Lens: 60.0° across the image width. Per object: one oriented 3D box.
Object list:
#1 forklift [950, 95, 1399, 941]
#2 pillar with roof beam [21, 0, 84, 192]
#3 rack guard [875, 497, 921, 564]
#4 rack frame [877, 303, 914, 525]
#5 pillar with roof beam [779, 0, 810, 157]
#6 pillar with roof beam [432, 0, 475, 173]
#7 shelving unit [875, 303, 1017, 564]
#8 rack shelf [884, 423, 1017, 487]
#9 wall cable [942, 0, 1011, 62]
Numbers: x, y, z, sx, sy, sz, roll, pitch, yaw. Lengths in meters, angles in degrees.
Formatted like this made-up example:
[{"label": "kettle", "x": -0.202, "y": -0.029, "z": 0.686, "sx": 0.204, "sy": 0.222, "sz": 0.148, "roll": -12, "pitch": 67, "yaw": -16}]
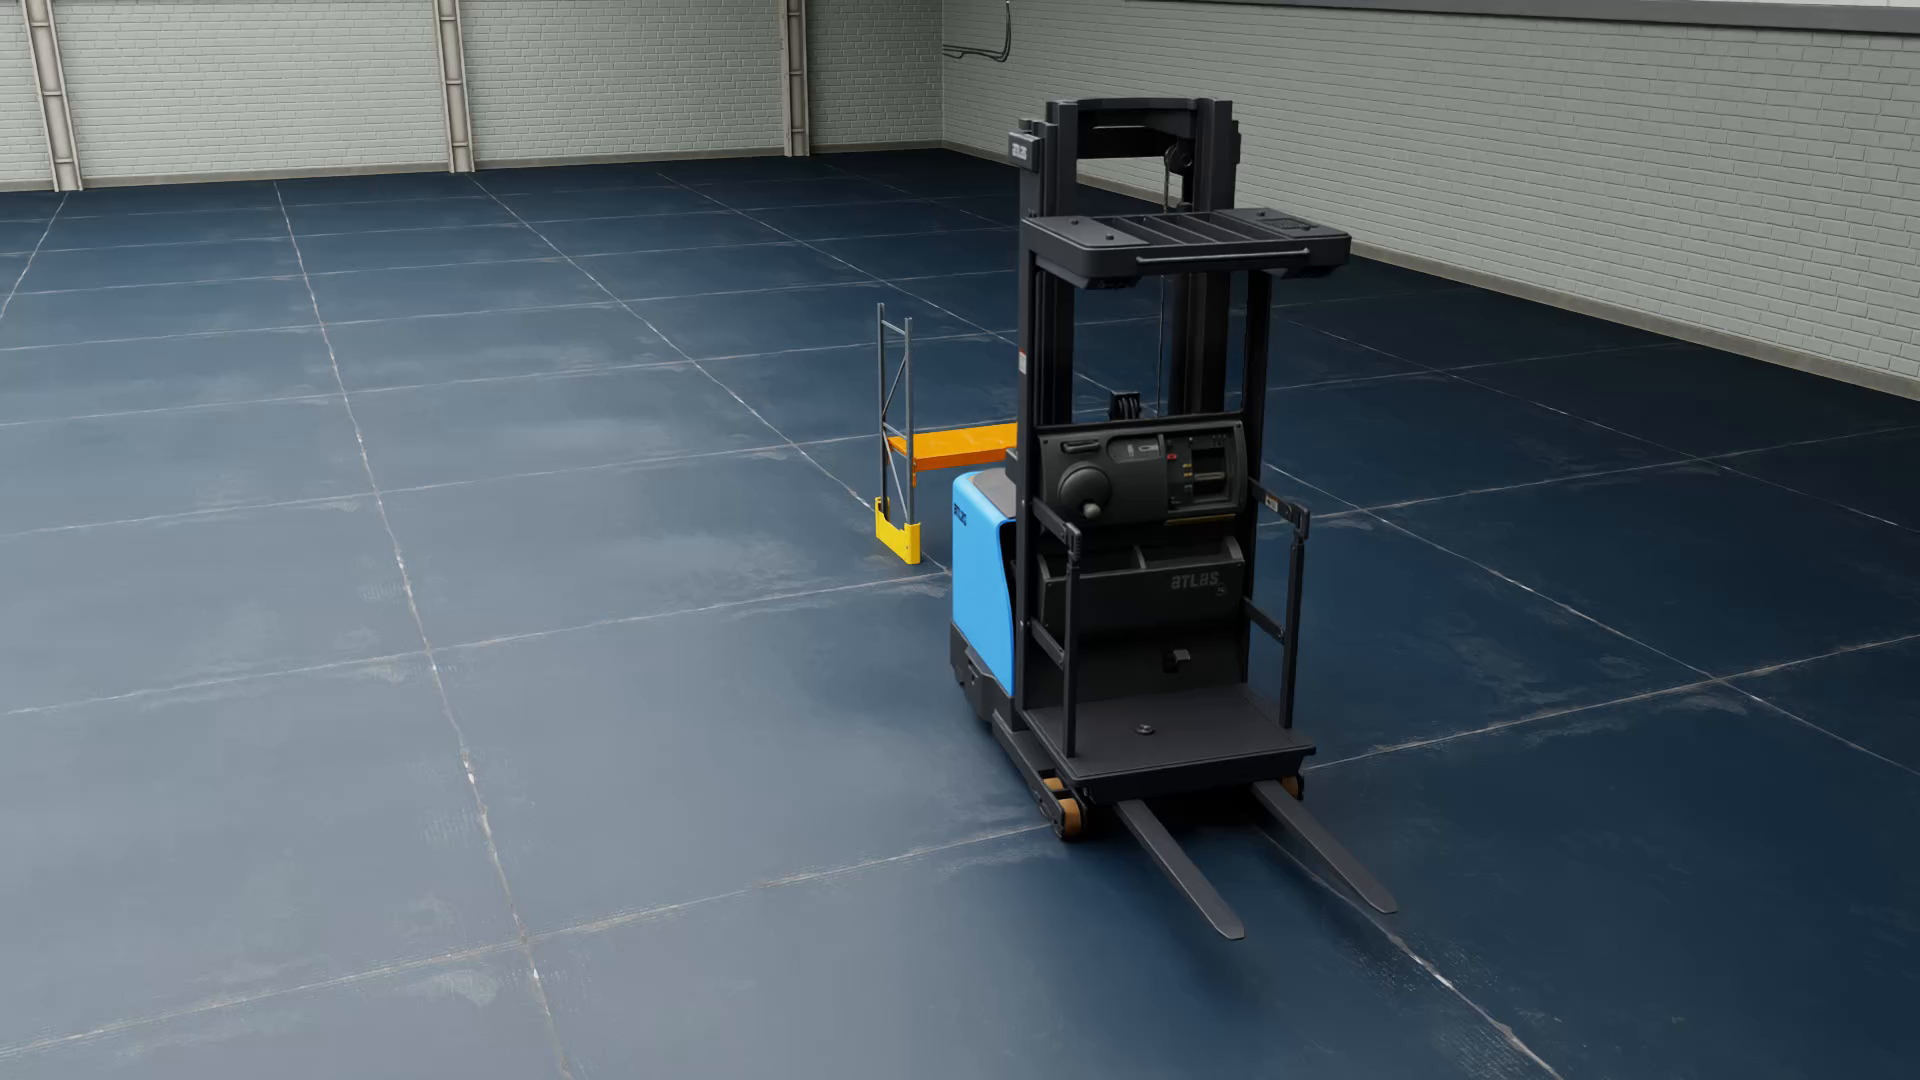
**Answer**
[{"label": "forklift", "x": 0.850, "y": -0.279, "z": 6.901, "sx": 1.130, "sy": 2.935, "sz": 3.031, "roll": -6, "pitch": 20, "yaw": -15}, {"label": "pillar with roof beam", "x": -12.322, "y": -8.451, "z": 20.973, "sx": 0.400, "sy": 9.000, "sz": 9.100, "roll": -8, "pitch": 21, "yaw": -22}, {"label": "rack guard", "x": -0.387, "y": -0.062, "z": 10.323, "sx": 0.087, "sy": 0.250, "sz": 0.587, "roll": -8, "pitch": 21, "yaw": -22}, {"label": "rack frame", "x": -0.388, "y": -0.652, "z": 10.115, "sx": 0.032, "sy": 1.500, "sz": 0.500, "roll": -8, "pitch": 21, "yaw": -22}, {"label": "pillar with roof beam", "x": -1.304, "y": -10.029, "z": 25.456, "sx": 0.400, "sy": 9.000, "sz": 9.100, "roll": -8, "pitch": 21, "yaw": -22}, {"label": "pillar with roof beam", "x": -6.813, "y": -9.240, "z": 23.215, "sx": 0.400, "sy": 9.000, "sz": 9.100, "roll": -8, "pitch": 21, "yaw": -22}, {"label": "shelving unit", "x": 0.070, "y": -0.717, "z": 10.301, "sx": 1.083, "sy": 1.500, "sz": 0.587, "roll": -8, "pitch": 21, "yaw": -22}, {"label": "rack shelf", "x": 0.078, "y": -0.549, "z": 10.365, "sx": 1.000, "sy": 0.185, "sz": 0.538, "roll": -8, "pitch": 21, "yaw": -22}, {"label": "wall cable", "x": 0.220, "y": -9.862, "z": 29.656, "sx": 0.112, "sy": 2.526, "sz": 3.097, "roll": -8, "pitch": 21, "yaw": -22}]
